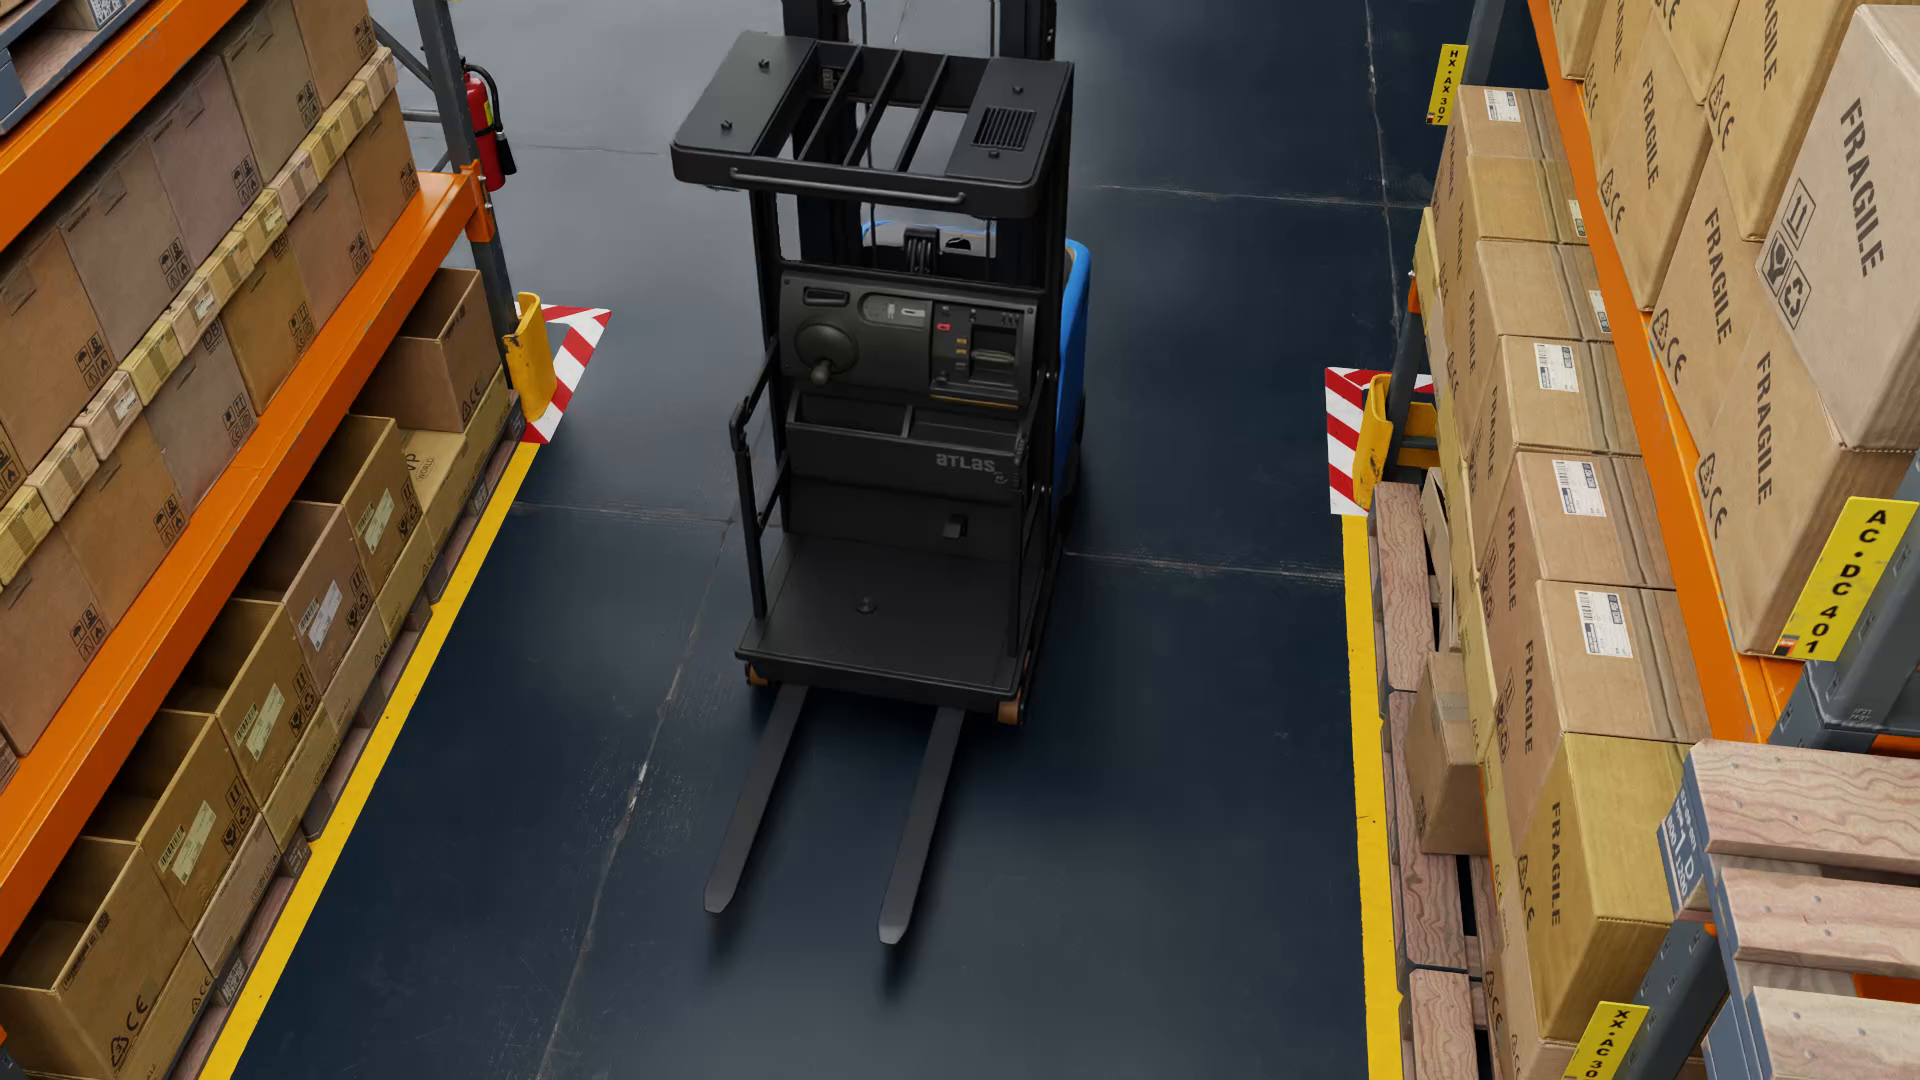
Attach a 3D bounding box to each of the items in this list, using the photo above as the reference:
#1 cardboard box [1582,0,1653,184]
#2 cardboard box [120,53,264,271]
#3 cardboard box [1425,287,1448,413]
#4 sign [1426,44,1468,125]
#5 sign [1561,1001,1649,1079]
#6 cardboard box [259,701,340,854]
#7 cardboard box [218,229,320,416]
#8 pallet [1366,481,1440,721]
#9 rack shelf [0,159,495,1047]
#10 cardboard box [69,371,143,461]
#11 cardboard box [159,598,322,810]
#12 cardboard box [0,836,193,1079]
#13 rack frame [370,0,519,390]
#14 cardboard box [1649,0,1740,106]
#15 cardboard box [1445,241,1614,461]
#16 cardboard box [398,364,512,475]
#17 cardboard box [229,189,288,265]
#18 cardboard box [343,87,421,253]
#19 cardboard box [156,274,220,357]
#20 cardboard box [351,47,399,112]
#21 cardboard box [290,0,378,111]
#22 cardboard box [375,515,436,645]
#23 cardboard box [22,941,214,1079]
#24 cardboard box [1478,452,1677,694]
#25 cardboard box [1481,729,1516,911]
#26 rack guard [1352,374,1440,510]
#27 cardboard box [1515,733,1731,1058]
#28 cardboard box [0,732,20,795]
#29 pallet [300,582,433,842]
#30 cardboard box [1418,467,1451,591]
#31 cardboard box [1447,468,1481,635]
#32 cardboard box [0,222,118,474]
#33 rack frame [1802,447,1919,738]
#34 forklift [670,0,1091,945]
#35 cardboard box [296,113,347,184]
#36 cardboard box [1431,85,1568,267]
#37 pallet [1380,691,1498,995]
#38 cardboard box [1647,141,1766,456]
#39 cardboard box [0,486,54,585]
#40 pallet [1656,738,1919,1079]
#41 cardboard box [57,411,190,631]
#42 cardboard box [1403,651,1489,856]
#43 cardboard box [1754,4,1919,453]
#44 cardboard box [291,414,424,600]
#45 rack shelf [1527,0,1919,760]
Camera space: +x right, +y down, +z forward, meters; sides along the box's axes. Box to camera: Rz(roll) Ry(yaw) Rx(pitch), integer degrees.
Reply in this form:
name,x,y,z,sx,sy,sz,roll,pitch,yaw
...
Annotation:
name,x,y,z,sx,sy,sz,roll,pitch,yaw
cardboard box,1.855,-1.186,4.052,0.500,0.500,0.500,8,44,8
cardboard box,-2.754,-1.242,5.364,0.700,0.500,0.500,5,44,6
cardboard box,1.934,-0.636,5.835,0.500,0.250,0.500,4,44,4
sign,1.830,-1.706,6.240,0.100,0.325,0.005,5,44,6
sign,1.300,1.025,3.356,0.100,0.325,0.005,5,44,6
cardboard box,-2.567,0.813,5.904,0.500,0.250,0.500,5,44,6
cardboard box,-2.753,-0.813,5.854,0.700,0.500,0.500,6,44,6
pallet,2.216,0.273,6.809,1.003,0.211,1.213,5,44,6
rack shelf,-2.807,-0.166,5.767,1.077,0.370,4.000,5,44,6
cardboard box,-2.678,-0.380,4.925,0.380,0.149,0.250,4,44,4
cardboard box,-2.568,0.541,5.646,0.500,0.500,0.500,5,44,6
cardboard box,-2.700,1.222,4.927,0.500,0.500,0.500,5,44,6
rack frame,-2.543,-1.790,6.959,1.000,3.000,0.127,5,44,6
cardboard box,1.757,-1.209,3.350,0.500,0.500,0.500,4,44,4
cardboard box,1.857,-0.582,5.232,0.500,0.500,0.500,4,44,4
cardboard box,-2.321,-0.552,7.345,0.500,0.250,0.500,5,44,6
cardboard box,-2.541,-1.081,5.666,0.380,0.149,0.250,6,44,7
cardboard box,-2.617,-1.509,6.590,0.700,0.500,0.500,5,44,6
cardboard box,-2.607,-0.727,5.291,0.380,0.149,0.250,5,44,5
cardboard box,-2.404,-1.784,6.408,0.380,0.149,0.250,5,44,5
cardboard box,-2.624,-1.944,6.106,0.700,0.500,0.500,5,44,6
cardboard box,-2.439,0.131,6.624,0.500,0.250,0.500,5,44,6
cardboard box,-2.710,1.494,5.185,0.500,0.250,0.500,5,44,6
cardboard box,1.733,0.125,4.485,0.500,0.500,0.500,4,44,4
cardboard box,1.675,0.742,4.379,0.500,0.250,0.500,5,44,6
rack guard,2.358,-0.383,7.291,1.175,0.500,0.348,5,44,6
cardboard box,1.595,0.808,3.764,0.500,0.500,0.500,5,44,5
cardboard box,-3.019,0.597,4.365,0.700,0.500,0.500,4,44,4
pallet,-2.766,0.577,6.487,1.003,0.211,1.213,5,44,6
cardboard box,2.187,-0.062,6.770,0.500,0.311,0.500,1,43,1
cardboard box,1.792,0.055,5.105,0.500,0.250,0.500,6,44,6
cardboard box,-2.887,-0.560,4.644,0.700,0.500,0.500,5,44,5
rack frame,1.839,-0.795,1.544,1.000,3.000,0.127,5,44,6
forklift,-0.232,-0.626,5.780,1.130,2.935,3.031,8,44,8
cardboard box,-2.471,-1.431,6.036,0.380,0.149,0.250,5,44,5
cardboard box,2.007,-1.269,5.958,0.500,0.500,0.500,5,44,6
pallet,2.052,1.102,5.933,1.003,0.211,1.213,5,44,6
cardboard box,1.740,-0.459,3.284,0.500,0.500,0.500,2,43,2
cardboard box,-2.745,-0.027,4.553,0.380,0.149,0.250,5,44,5
pallet,1.652,0.774,2.206,1.213,0.211,1.003,5,44,6
cardboard box,-2.886,-0.105,5.106,0.700,0.500,0.500,6,44,6
cardboard box,1.965,0.753,5.771,0.700,0.500,0.500,3,44,3
cardboard box,1.637,-0.478,2.577,0.500,0.500,0.500,2,43,2
cardboard box,-2.436,-0.141,6.366,0.500,0.500,0.500,5,44,6
rack shelf,2.104,-0.807,4.262,1.077,0.370,4.000,5,44,6
